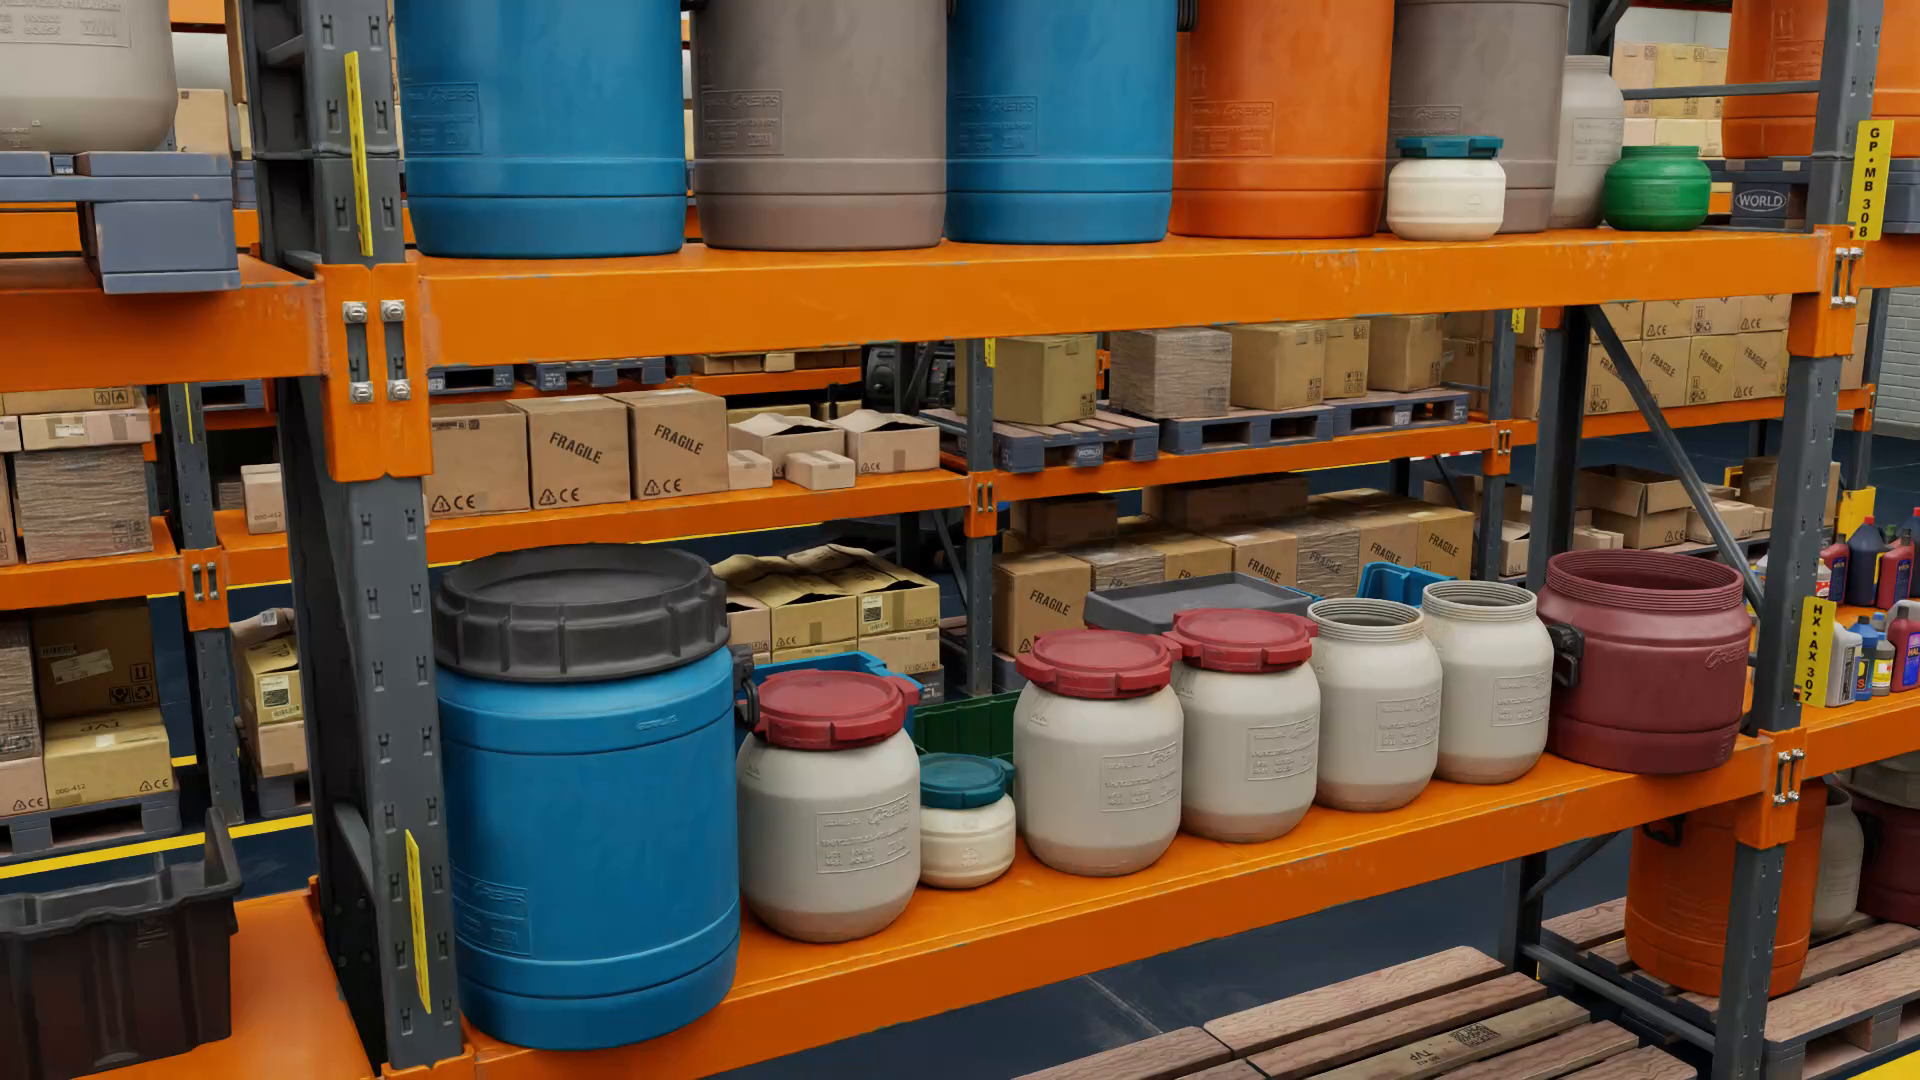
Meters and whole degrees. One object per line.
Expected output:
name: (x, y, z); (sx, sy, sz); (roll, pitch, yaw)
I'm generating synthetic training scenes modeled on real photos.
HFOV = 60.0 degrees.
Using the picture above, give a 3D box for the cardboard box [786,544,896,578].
cardboard box: (-0.705, 0.212, 9.864); (0.500, 0.311, 0.500); (-6, 14, -26)

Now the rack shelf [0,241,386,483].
rack shelf: (-3.001, -0.176, 2.365); (4.000, 0.370, 1.077); (-7, 14, -28)

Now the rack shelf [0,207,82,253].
rack shelf: (-5.371, -1.131, 6.608); (4.000, 0.370, 1.077); (-7, 14, -28)

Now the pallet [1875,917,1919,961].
pallet: (4.007, 1.448, 6.696); (1.213, 0.211, 1.003); (-7, 14, -28)

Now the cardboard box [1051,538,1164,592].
cardboard box: (0.888, 0.306, 10.107); (0.500, 0.500, 0.500); (-7, 15, -30)

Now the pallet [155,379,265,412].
pallet: (-5.252, -1.142, 12.287); (1.213, 0.211, 1.003); (-7, 14, -28)

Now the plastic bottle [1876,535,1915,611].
plastic bottle: (3.650, 0.126, 6.484); (0.133, 0.283, 0.061); (-7, 14, -28)

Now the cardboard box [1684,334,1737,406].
cardboard box: (5.318, -1.281, 12.240); (0.500, 0.500, 0.500); (-7, 14, -29)

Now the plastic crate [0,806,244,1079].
plastic crate: (-1.766, 0.787, 3.421); (0.504, 0.338, 0.767); (-7, 14, -28)

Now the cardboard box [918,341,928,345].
cardboard box: (-0.579, -1.971, 14.583); (0.500, 0.500, 0.500); (-6, 14, -26)

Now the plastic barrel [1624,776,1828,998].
plastic barrel: (2.686, 1.105, 5.855); (0.708, 0.830, 0.600); (-7, 14, -28)

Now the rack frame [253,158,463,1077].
rack frame: (-1.246, 0.726, 3.550); (0.127, 3.000, 1.000); (-7, 14, -28)

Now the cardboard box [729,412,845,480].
cardboard box: (-0.983, -0.549, 9.421); (0.500, 0.311, 0.500); (-7, 14, -29)

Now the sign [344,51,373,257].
sign: (-0.992, -0.634, 2.743); (0.005, 0.325, 0.100); (-7, 14, -28)

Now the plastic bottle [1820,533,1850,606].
plastic bottle: (3.419, 0.117, 6.521); (0.133, 0.283, 0.061); (-7, 14, -28)

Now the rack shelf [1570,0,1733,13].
rack shelf: (5.161, -3.855, 11.888); (4.000, 0.370, 1.077); (-7, 14, -28)

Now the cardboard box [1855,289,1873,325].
cardboard box: (6.658, -1.928, 12.838); (0.500, 0.500, 0.500); (-7, 14, -28)

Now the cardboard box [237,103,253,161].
cardboard box: (-3.071, -1.887, 7.714); (0.500, 0.250, 0.500); (-5, 14, -22)

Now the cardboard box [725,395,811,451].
cardboard box: (-1.774, -0.812, 14.325); (0.750, 0.750, 0.750); (-7, 14, -29)

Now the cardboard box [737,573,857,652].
cardboard box: (-0.900, 0.372, 9.153); (0.500, 0.311, 0.500); (-7, 14, -29)

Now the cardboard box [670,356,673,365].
cardboard box: (-2.319, -1.575, 14.300); (0.250, 0.149, 0.380); (-7, 14, -27)

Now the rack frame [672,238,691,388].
rack frame: (-2.482, -1.604, 13.903); (0.127, 3.000, 1.000); (-7, 14, -28)

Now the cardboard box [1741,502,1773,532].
cardboard box: (6.159, -0.193, 13.088); (0.250, 0.166, 0.380); (-7, 14, -28)

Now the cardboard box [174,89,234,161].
cardboard box: (-5.475, -2.942, 11.834); (0.500, 0.500, 0.500); (-5, 13, -20)

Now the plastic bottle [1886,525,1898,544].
plastic bottle: (3.698, 0.084, 6.670); (0.133, 0.283, 0.061); (-7, 14, -28)

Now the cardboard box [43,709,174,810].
cardboard box: (-3.918, 0.999, 7.645); (0.500, 0.250, 0.500); (-7, 14, -28)

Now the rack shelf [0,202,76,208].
rack shelf: (-7.748, -2.085, 10.848); (4.000, 0.370, 1.077); (-7, 14, -28)

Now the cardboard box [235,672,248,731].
cardboard box: (-3.391, 0.808, 8.491); (0.500, 0.250, 0.500); (-7, 14, -28)

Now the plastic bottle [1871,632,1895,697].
plastic bottle: (3.000, 0.402, 5.443); (0.097, 0.201, 0.097); (0, 13, 0)

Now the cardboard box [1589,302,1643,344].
cardboard box: (4.407, -1.657, 11.633); (0.500, 0.500, 0.500); (-7, 15, -30)

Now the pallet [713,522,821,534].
pallet: (-1.754, -0.312, 14.513); (1.213, 0.211, 1.003); (-7, 14, -28)

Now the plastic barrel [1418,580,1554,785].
plastic barrel: (1.464, 0.400, 4.744); (0.421, 0.512, 0.421); (0, 13, 0)

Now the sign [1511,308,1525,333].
sign: (3.675, -1.529, 10.932); (0.005, 0.325, 0.100); (-7, 14, -28)

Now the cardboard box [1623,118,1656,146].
cardboard box: (4.390, -2.761, 11.415); (0.500, 0.250, 0.500); (-7, 14, -28)

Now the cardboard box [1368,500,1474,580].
cardboard box: (3.110, 0.042, 11.283); (0.500, 0.500, 0.500); (-7, 14, -28)

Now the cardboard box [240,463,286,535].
cardboard box: (-3.205, -0.216, 8.077); (0.500, 0.250, 0.500); (-6, 14, -24)

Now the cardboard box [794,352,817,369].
cardboard box: (-1.421, -1.568, 14.269); (0.250, 0.149, 0.380); (-7, 14, -28)

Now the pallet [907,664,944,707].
pallet: (-0.846, 0.790, 9.618); (1.213, 0.211, 1.003); (-7, 14, -28)

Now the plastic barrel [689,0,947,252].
plastic barrel: (-0.329, -1.146, 3.895); (0.600, 0.901, 0.600); (0, 13, 0)

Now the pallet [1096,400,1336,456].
pallet: (1.600, -0.761, 10.597); (1.213, 0.211, 1.003); (-7, 14, -28)

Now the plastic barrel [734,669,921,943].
plastic barrel: (-0.301, 0.602, 3.794); (0.433, 0.535, 0.433); (0, 13, 0)

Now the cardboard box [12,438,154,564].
cardboard box: (-4.002, -0.230, 7.569); (0.500, 0.500, 0.700); (-7, 15, -29)

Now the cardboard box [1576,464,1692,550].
cardboard box: (5.052, -0.266, 12.641); (0.637, 0.503, 0.797); (-7, 14, -28)

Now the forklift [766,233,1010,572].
forklift: (-0.418, -1.303, 12.725); (1.130, 2.935, 3.031); (7, 15, 29)

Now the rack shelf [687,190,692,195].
rack shelf: (-0.726, -2.927, 14.588); (4.000, 0.370, 1.077); (-7, 14, -28)

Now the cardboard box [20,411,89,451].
cardboard box: (-3.970, -0.498, 7.287); (0.250, 0.149, 0.380); (-7, 15, -29)

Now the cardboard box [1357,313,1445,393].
cardboard box: (2.883, -1.317, 11.446); (0.700, 0.500, 0.500); (11, 17, 41)

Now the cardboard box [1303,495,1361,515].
cardboard box: (2.402, -0.003, 11.483); (0.500, 0.500, 0.500); (-7, 14, -27)
